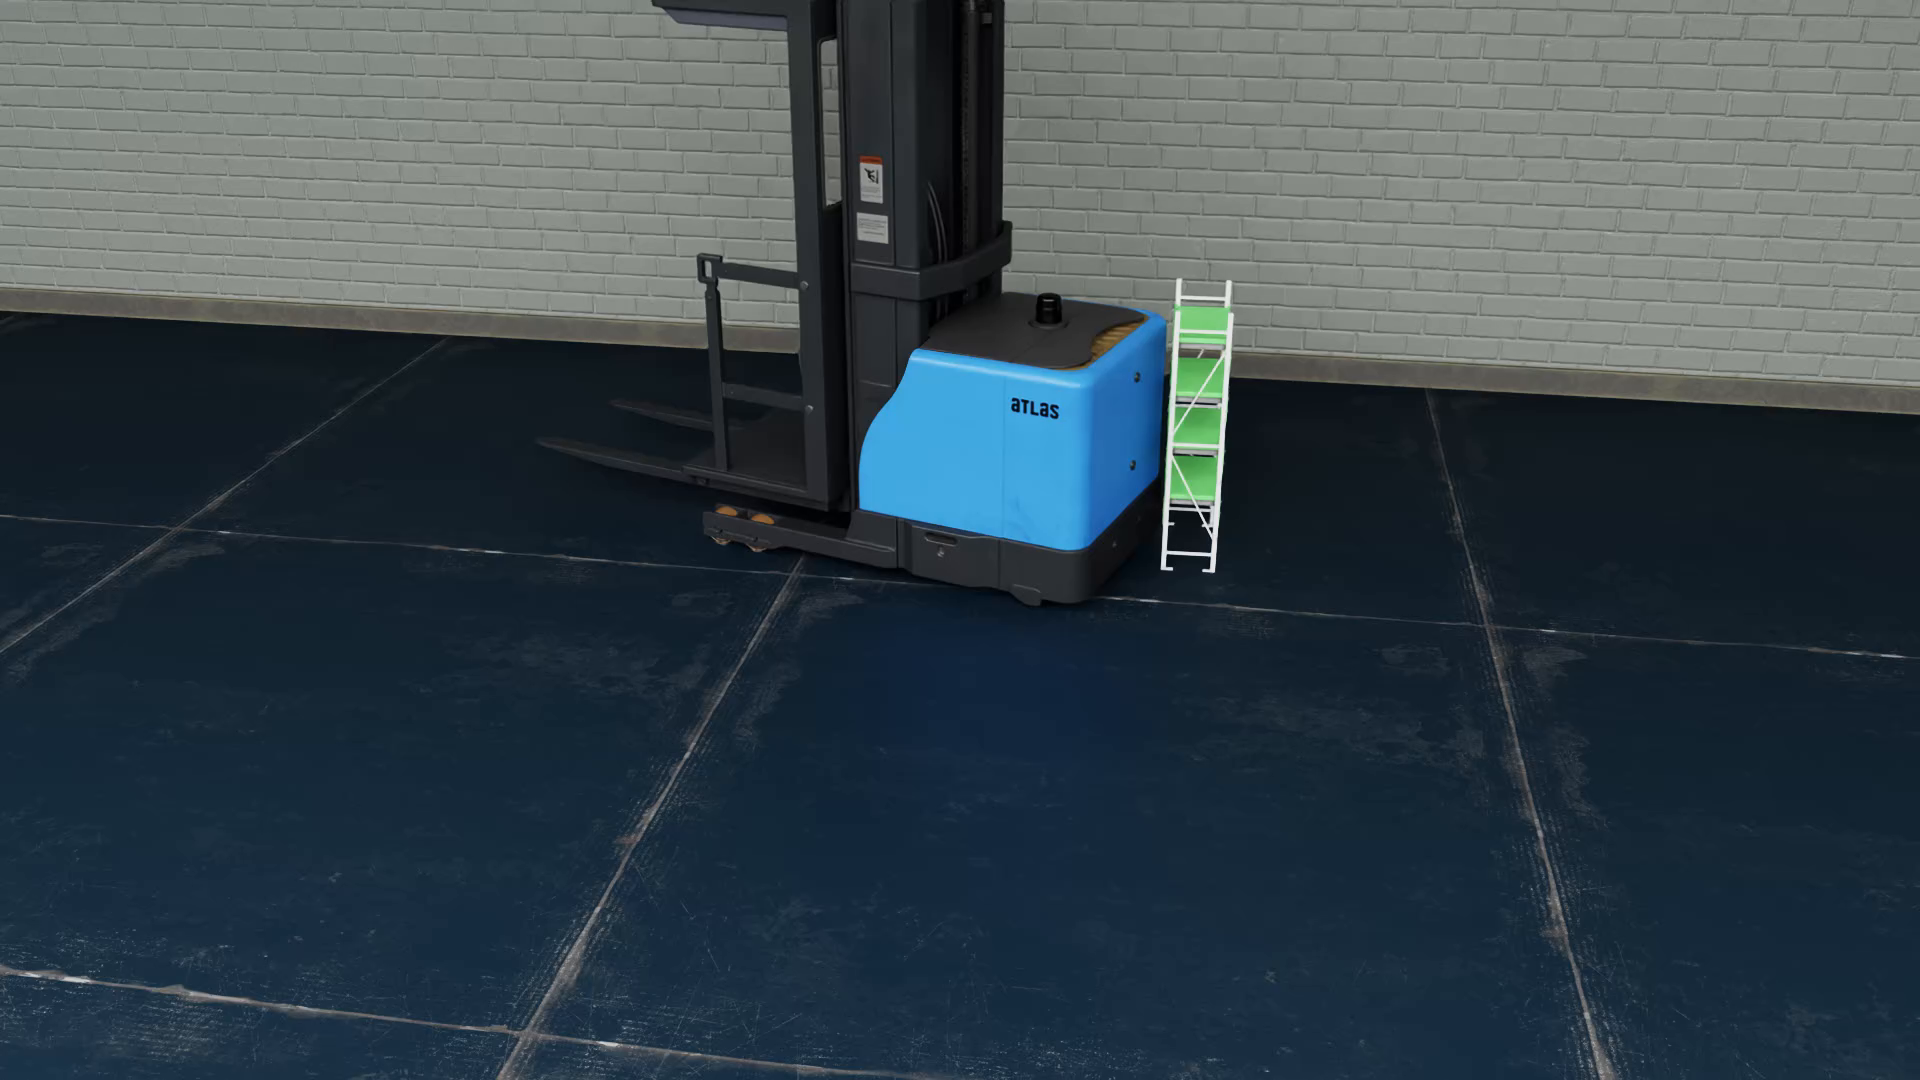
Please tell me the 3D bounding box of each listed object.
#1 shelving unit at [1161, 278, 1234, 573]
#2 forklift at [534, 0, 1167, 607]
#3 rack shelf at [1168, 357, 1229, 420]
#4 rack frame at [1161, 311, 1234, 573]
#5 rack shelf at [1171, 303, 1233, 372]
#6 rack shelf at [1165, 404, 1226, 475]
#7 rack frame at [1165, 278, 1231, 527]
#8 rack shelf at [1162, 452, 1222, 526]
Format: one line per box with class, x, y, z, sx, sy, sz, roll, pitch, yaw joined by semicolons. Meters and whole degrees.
shelving unit;1.054;-0.510;7.424;0.258;1.200;0.503;3;25;7
forklift;-0.621;-1.462;7.416;3.031;2.935;1.130;12;28;24
rack shelf;1.054;-0.670;7.350;0.258;0.148;0.480;3;25;7
rack frame;1.022;-0.408;7.205;0.240;1.200;0.015;3;25;7
rack shelf;1.054;-0.887;7.248;0.258;0.148;0.480;3;25;7
rack shelf;1.054;-0.452;7.452;0.258;0.148;0.480;3;25;7
rack frame;1.085;-0.613;7.644;0.240;1.200;0.015;3;25;7
rack shelf;1.054;-0.235;7.553;0.258;0.148;0.480;3;25;7
